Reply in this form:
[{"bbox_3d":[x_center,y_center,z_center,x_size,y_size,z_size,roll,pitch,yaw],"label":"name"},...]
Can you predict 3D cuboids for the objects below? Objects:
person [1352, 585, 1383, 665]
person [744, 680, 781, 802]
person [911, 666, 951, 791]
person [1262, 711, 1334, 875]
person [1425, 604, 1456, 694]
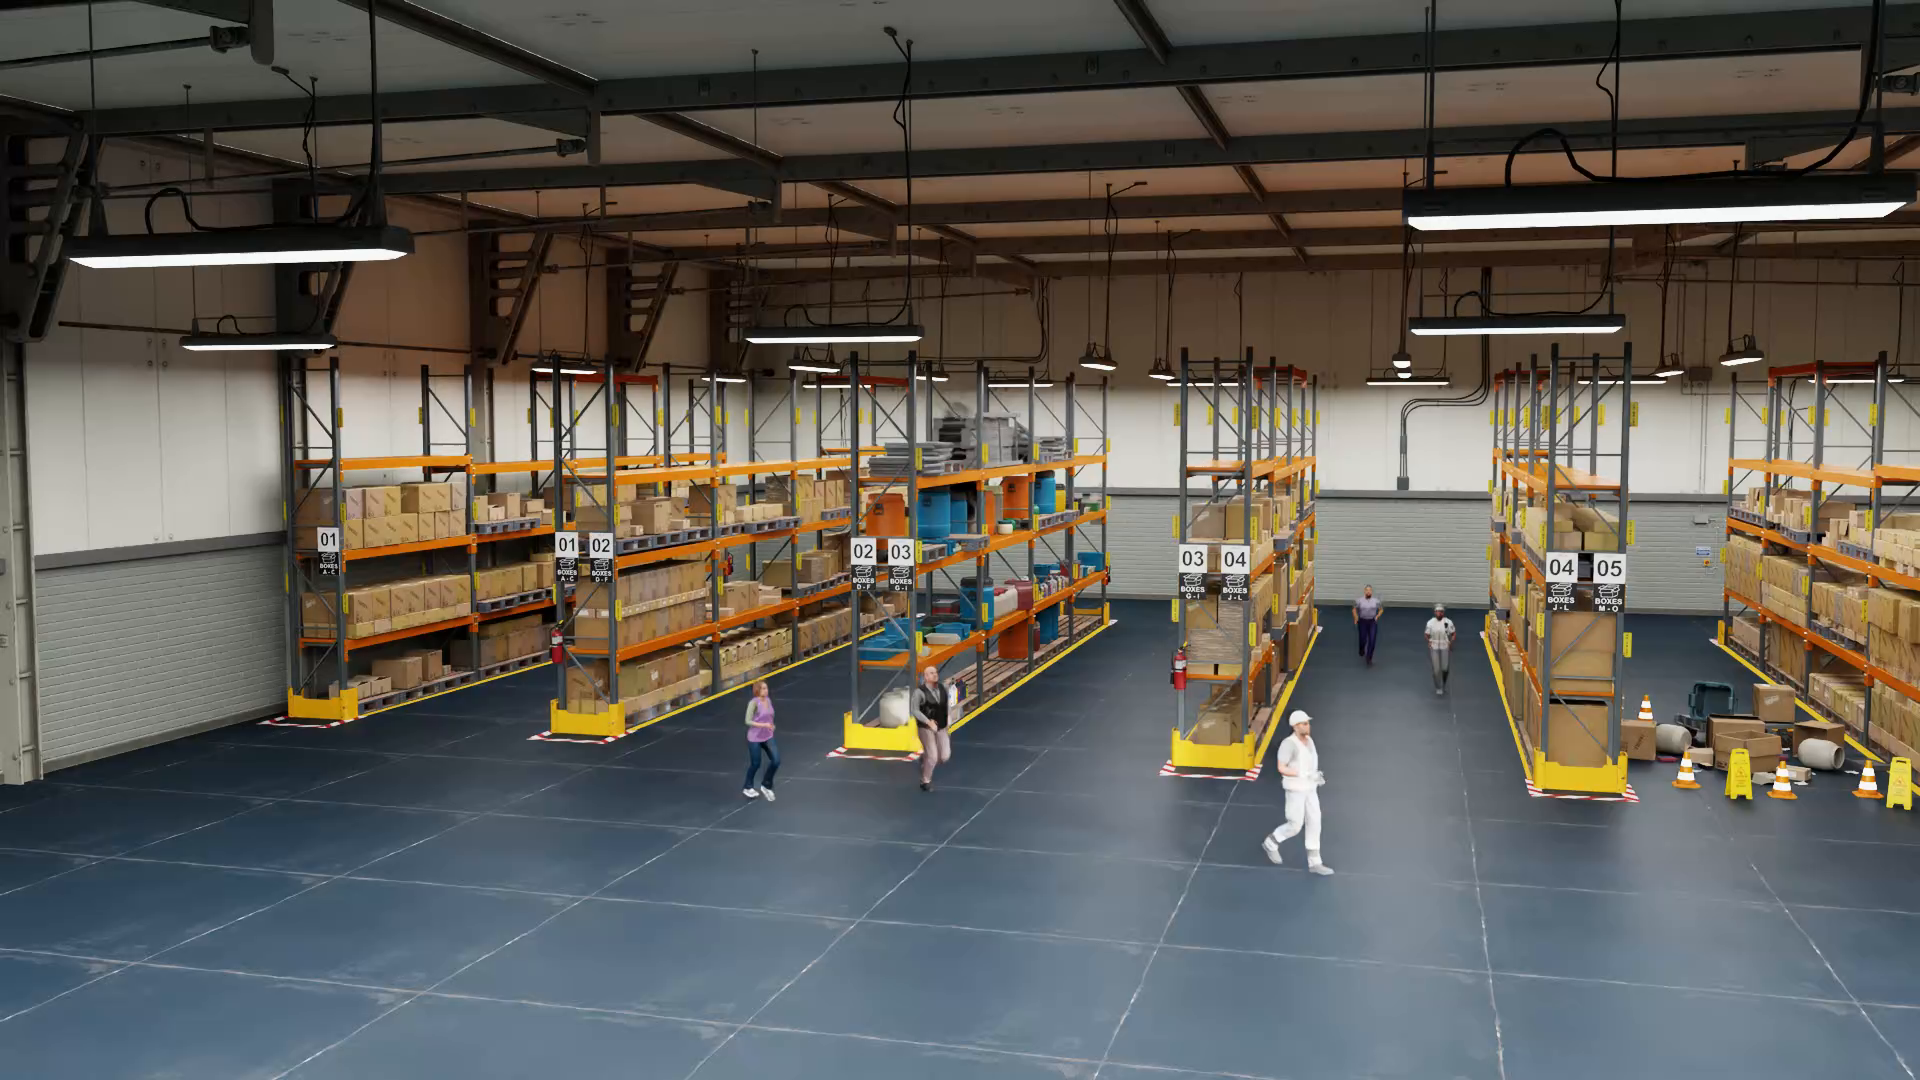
[{"bbox_3d":[8.319,1.725,33.928,0.620,1.607,0.552,1,4,10],"label":"person"},{"bbox_3d":[-2.592,2.622,21.651,0.678,1.615,0.532,4,6,44],"label":"person"},{"bbox_3d":[-0.371,2.529,22.366,0.678,1.686,0.646,-3,5,-35],"label":"person"},{"bbox_3d":[3.724,2.758,18.289,0.675,1.778,0.859,-4,6,-44],"label":"person"},{"bbox_3d":[8.655,1.971,30.027,0.529,1.649,0.524,1,4,17],"label":"person"}]
